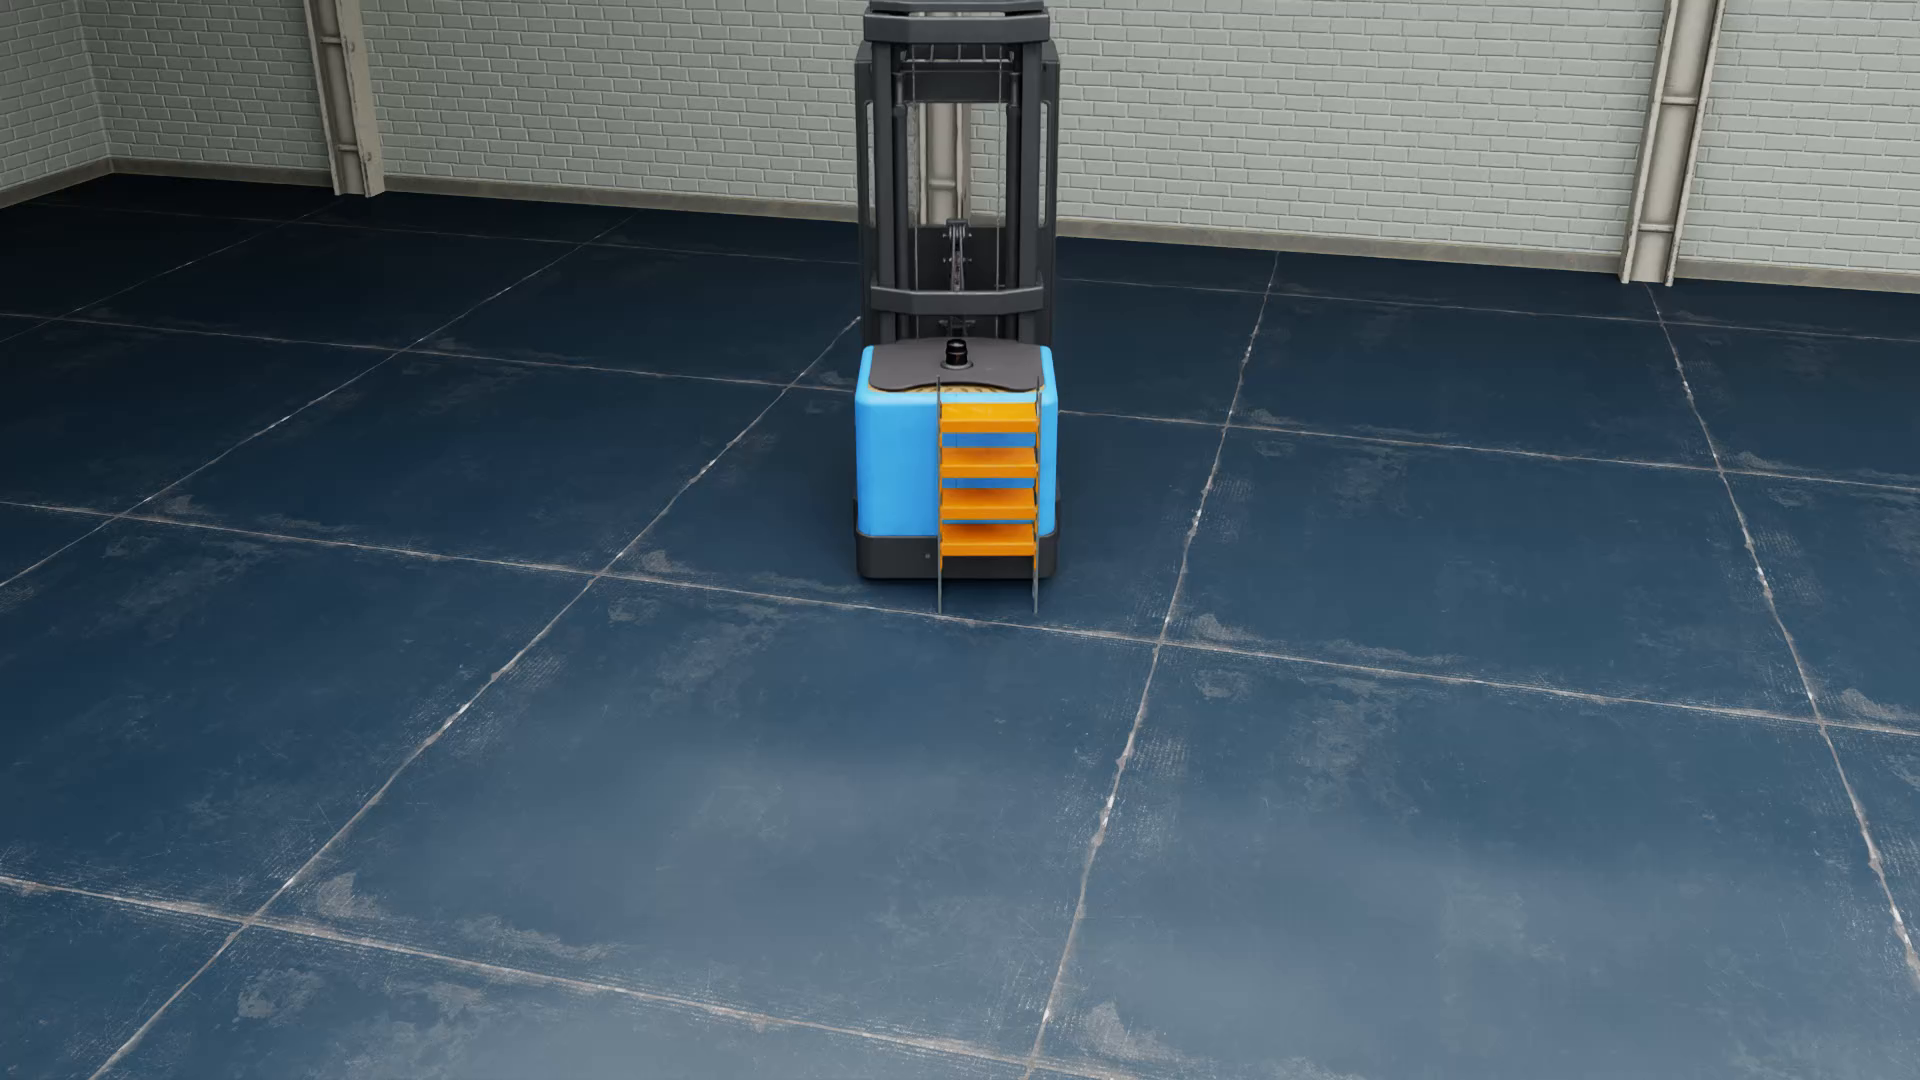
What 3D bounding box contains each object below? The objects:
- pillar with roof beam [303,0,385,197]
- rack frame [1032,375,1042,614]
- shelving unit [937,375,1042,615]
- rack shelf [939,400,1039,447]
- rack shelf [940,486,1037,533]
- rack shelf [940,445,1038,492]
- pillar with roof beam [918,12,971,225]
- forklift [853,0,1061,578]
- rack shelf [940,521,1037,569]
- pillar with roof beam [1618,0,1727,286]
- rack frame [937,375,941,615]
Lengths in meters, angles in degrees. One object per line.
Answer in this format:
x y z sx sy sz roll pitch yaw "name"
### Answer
-7.015 -5.718 10.792 0.400 9.000 9.100 6 26 13 "pillar with roof beam"
0.384 -0.215 8.305 0.015 1.200 0.240 0 25 0 "rack frame"
0.140 -0.214 8.304 0.503 1.200 0.258 0 25 0 "shelving unit"
0.140 -0.569 8.135 0.480 0.148 0.258 0 25 0 "rack shelf"
0.140 -0.153 8.333 0.480 0.148 0.258 0 25 0 "rack shelf"
0.140 -0.355 8.237 0.480 0.148 0.258 0 25 0 "rack shelf"
-1.204 -5.076 9.443 0.400 9.000 9.100 6 26 13 "pillar with roof beam"
-0.014 -1.709 9.430 1.130 2.935 3.031 0 25 0 "forklift"
0.140 0.026 8.418 0.480 0.148 0.258 0 25 0 "rack shelf"
4.607 -4.434 8.094 0.400 9.000 9.100 6 26 13 "pillar with roof beam"
-0.104 -0.213 8.303 0.015 1.200 0.240 0 25 0 "rack frame"
